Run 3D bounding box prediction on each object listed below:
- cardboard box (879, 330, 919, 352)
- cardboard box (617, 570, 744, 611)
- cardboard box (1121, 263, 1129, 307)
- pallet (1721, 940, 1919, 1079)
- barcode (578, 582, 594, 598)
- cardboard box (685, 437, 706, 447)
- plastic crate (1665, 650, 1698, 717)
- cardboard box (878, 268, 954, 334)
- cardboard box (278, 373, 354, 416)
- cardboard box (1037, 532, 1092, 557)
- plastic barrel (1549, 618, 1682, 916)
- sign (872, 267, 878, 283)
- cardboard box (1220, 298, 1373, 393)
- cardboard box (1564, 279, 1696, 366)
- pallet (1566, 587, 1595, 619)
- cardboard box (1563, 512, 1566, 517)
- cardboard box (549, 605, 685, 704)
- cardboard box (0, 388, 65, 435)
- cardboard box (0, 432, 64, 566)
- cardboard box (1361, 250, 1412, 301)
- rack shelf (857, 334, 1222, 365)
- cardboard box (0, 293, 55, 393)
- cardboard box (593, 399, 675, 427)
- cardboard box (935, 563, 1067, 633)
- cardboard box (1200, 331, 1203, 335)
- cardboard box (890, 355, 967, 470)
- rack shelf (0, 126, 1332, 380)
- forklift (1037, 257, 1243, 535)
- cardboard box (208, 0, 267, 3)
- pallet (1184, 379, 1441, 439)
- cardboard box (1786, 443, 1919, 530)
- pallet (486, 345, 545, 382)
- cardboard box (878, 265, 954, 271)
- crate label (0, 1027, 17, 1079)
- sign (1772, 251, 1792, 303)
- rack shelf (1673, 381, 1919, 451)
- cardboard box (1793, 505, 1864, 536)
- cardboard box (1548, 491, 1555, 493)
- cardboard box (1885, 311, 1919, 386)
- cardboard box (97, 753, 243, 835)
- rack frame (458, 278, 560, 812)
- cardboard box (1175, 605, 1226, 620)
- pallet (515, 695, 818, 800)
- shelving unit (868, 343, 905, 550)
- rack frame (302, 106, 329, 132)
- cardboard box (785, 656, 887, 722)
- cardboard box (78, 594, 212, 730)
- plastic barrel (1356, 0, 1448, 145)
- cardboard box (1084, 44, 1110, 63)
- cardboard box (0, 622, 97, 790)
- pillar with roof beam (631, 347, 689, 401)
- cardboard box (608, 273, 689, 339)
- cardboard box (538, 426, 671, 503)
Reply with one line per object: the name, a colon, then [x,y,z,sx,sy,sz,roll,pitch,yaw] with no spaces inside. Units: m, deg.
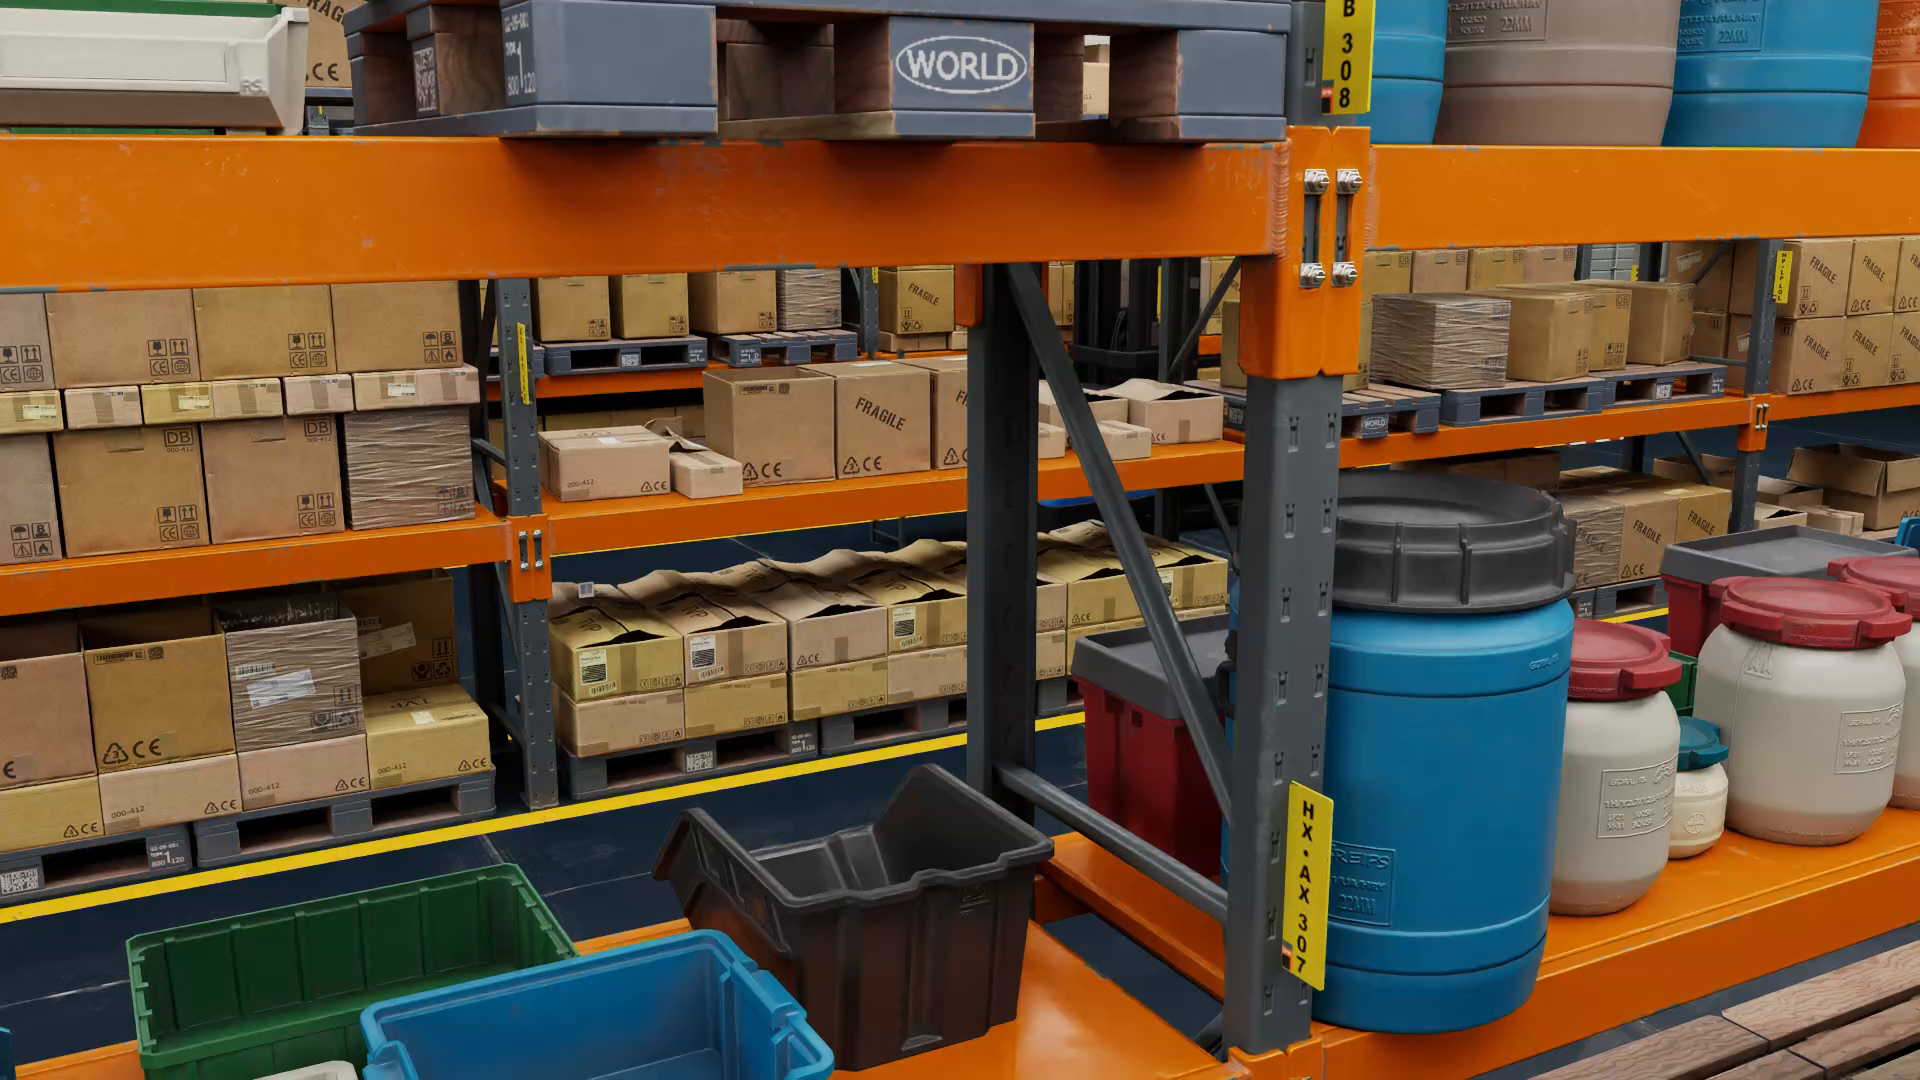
cardboard box: [-0.532,-1.623,13.516,0.250,0.149,0.380,-7,14,-29]
cardboard box: [-1.394,0.338,8.303,0.500,0.311,0.500,-6,14,-26]
cardboard box: [1.406,-2.167,14.453,0.500,0.500,0.500,-7,14,-28]
pallet: [3.116,1.598,5.029,1.213,0.211,1.003,-7,14,-28]
barcode: [-1.643,0.219,7.309,0.075,0.075,0.001,-7,14,-28]
cardboard box: [-2.047,-0.624,13.239,0.500,0.500,0.700,-7,14,-28]
plastic crate: [1.697,0.450,4.261,0.662,0.188,0.450,-7,14,-28]
cardboard box: [-0.383,-1.951,13.497,0.500,0.500,0.500,-6,14,-26]
cardboard box: [-2.649,-0.613,6.794,0.250,0.149,0.380,-7,15,-30]
cardboard box: [0.387,0.127,9.243,0.500,0.311,0.500,-7,15,-29]
plastic barrel: [1.249,0.459,3.427,0.433,0.535,0.433,0,13,0]
sign: [-0.664,-2.169,12.957,0.005,0.325,0.100,-7,14,-28]
cardboard box: [1.943,-1.133,9.629,0.700,0.500,0.500,11,17,41]
cardboard box: [4.433,-1.459,11.078,0.700,0.500,0.500,11,17,41]
pallet: [3.188,0.370,10.484,1.213,0.211,1.003,-7,14,-28]
cardboard box: [3.336,0.056,10.218,0.500,0.500,0.500,-7,15,-30]
cardboard box: [-1.584,0.497,7.600,0.500,0.311,0.500,-7,14,-28]
cardboard box: [-3.549,-0.504,6.314,0.250,0.149,0.380,-6,14,-26]
cardboard box: [-3.804,-0.209,6.478,0.500,0.500,0.700,-6,14,-26]
cardboard box: [3.706,-2.443,15.948,0.700,0.700,0.980,-7,15,-29]
rack shelf: [0.823,-1.605,14.549,4.000,0.370,1.077,-7,14,-28]
cardboard box: [-3.774,-0.846,6.355,0.500,0.500,0.700,-7,14,-28]
cardboard box: [-2.518,-0.918,12.841,0.500,0.250,0.500,-7,14,-28]
cardboard box: [0.206,0.282,8.552,0.500,0.311,0.500,-7,14,-28]
cardboard box: [1.959,-1.914,14.810,0.250,0.149,0.380,-6,14,-26]
cardboard box: [-0.020,-0.661,8.486,0.500,0.500,0.500,-8,15,-31]
rack shelf: [-1.452,-0.318,1.997,4.000,0.370,1.077,-7,14,-28]
forklift: [1.710,-1.627,13.162,3.031,2.935,1.130,-7,15,-29]
cardboard box: [-4.753,-3.230,10.747,0.500,0.500,0.500,-8,15,-33]
pallet: [2.006,-0.783,9.693,1.003,0.211,1.213,-7,14,-28]
cardboard box: [6.602,-0.408,12.273,0.637,0.503,0.797,-7,14,-28]
pallet: [-3.702,-1.284,11.919,1.213,0.211,1.003,-7,14,-28]
cardboard box: [-0.385,-2.317,13.412,0.500,0.250,0.500,-6,14,-27]
crate label: [-1.721,0.742,2.400,0.616,0.435,0.502,-7,14,-28]
sign: [5.225,-1.671,10.564,0.005,0.325,0.100,-7,14,-28]
rack shelf: [6.711,-1.072,12.179,4.000,0.370,1.077,-7,14,-28]
cardboard box: [6.182,-0.140,11.852,0.250,0.166,0.380,-7,14,-28]
cardboard box: [3.509,-0.094,10.888,0.500,0.500,0.500,-7,14,-27]
cardboard box: [6.422,-1.369,11.633,0.500,0.500,0.500,-7,14,-28]
cardboard box: [-3.244,0.963,6.806,0.500,0.250,0.500,-7,14,-28]
rack frame: [-2.066,-0.371,7.425,0.127,3.000,1.000,-7,14,-28]
cardboard box: [1.100,0.447,9.096,0.500,0.250,0.500,-6,14,-27]
pallet: [-1.438,0.904,8.109,1.213,0.211,1.003,-7,14,-28]
shelving unit: [-0.096,-0.719,12.389,1.048,1.500,0.538,-7,15,-29]
rack frame: [-4.443,-4.252,11.007,0.127,3.000,1.000,-7,14,-28]
cardboard box: [-0.691,0.662,8.140,0.500,0.250,0.500,-7,15,-30]
cardboard box: [-3.501,0.493,7.183,0.500,0.500,0.500,-7,14,-28]
plastic barrel: [0.646,-1.219,3.221,0.708,0.901,0.600,-7,14,-28]
cardboard box: [1.266,-4.131,14.364,0.500,0.250,0.500,-7,15,-30]
cardboard box: [-3.682,0.650,6.488,0.500,0.500,0.500,-7,14,-28]
pillar with roof beam: [-0.425,-3.873,9.323,0.400,9.000,9.100,-7,14,-28]
cardboard box: [-2.423,-1.823,12.646,0.500,0.500,0.700,-7,14,-28]
cardboard box: [-1.655,-0.358,7.709,0.500,0.250,0.500,-6,14,-24]
